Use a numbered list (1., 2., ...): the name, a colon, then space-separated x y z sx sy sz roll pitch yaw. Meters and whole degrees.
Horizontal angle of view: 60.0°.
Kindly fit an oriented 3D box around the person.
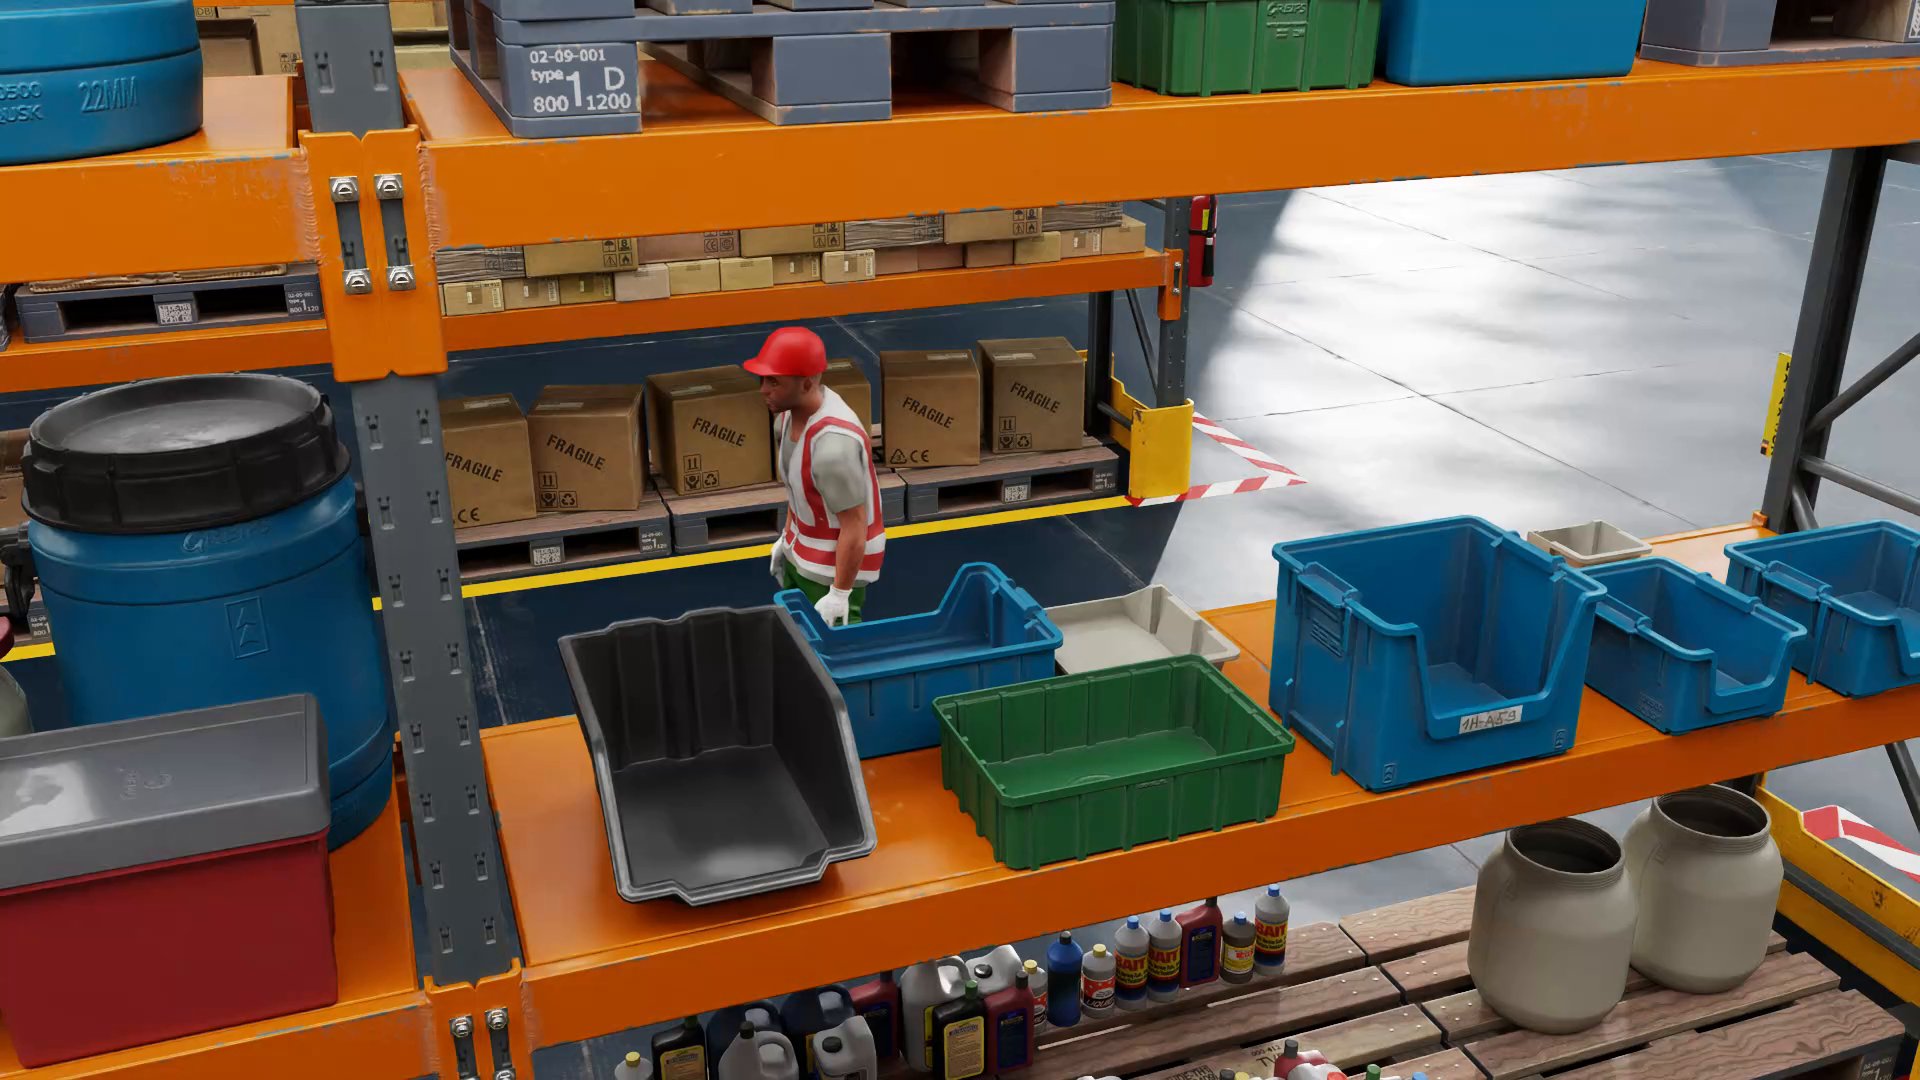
1. person: -0.504 0.113 5.797 0.453 1.779 0.621 -9 24 -21
